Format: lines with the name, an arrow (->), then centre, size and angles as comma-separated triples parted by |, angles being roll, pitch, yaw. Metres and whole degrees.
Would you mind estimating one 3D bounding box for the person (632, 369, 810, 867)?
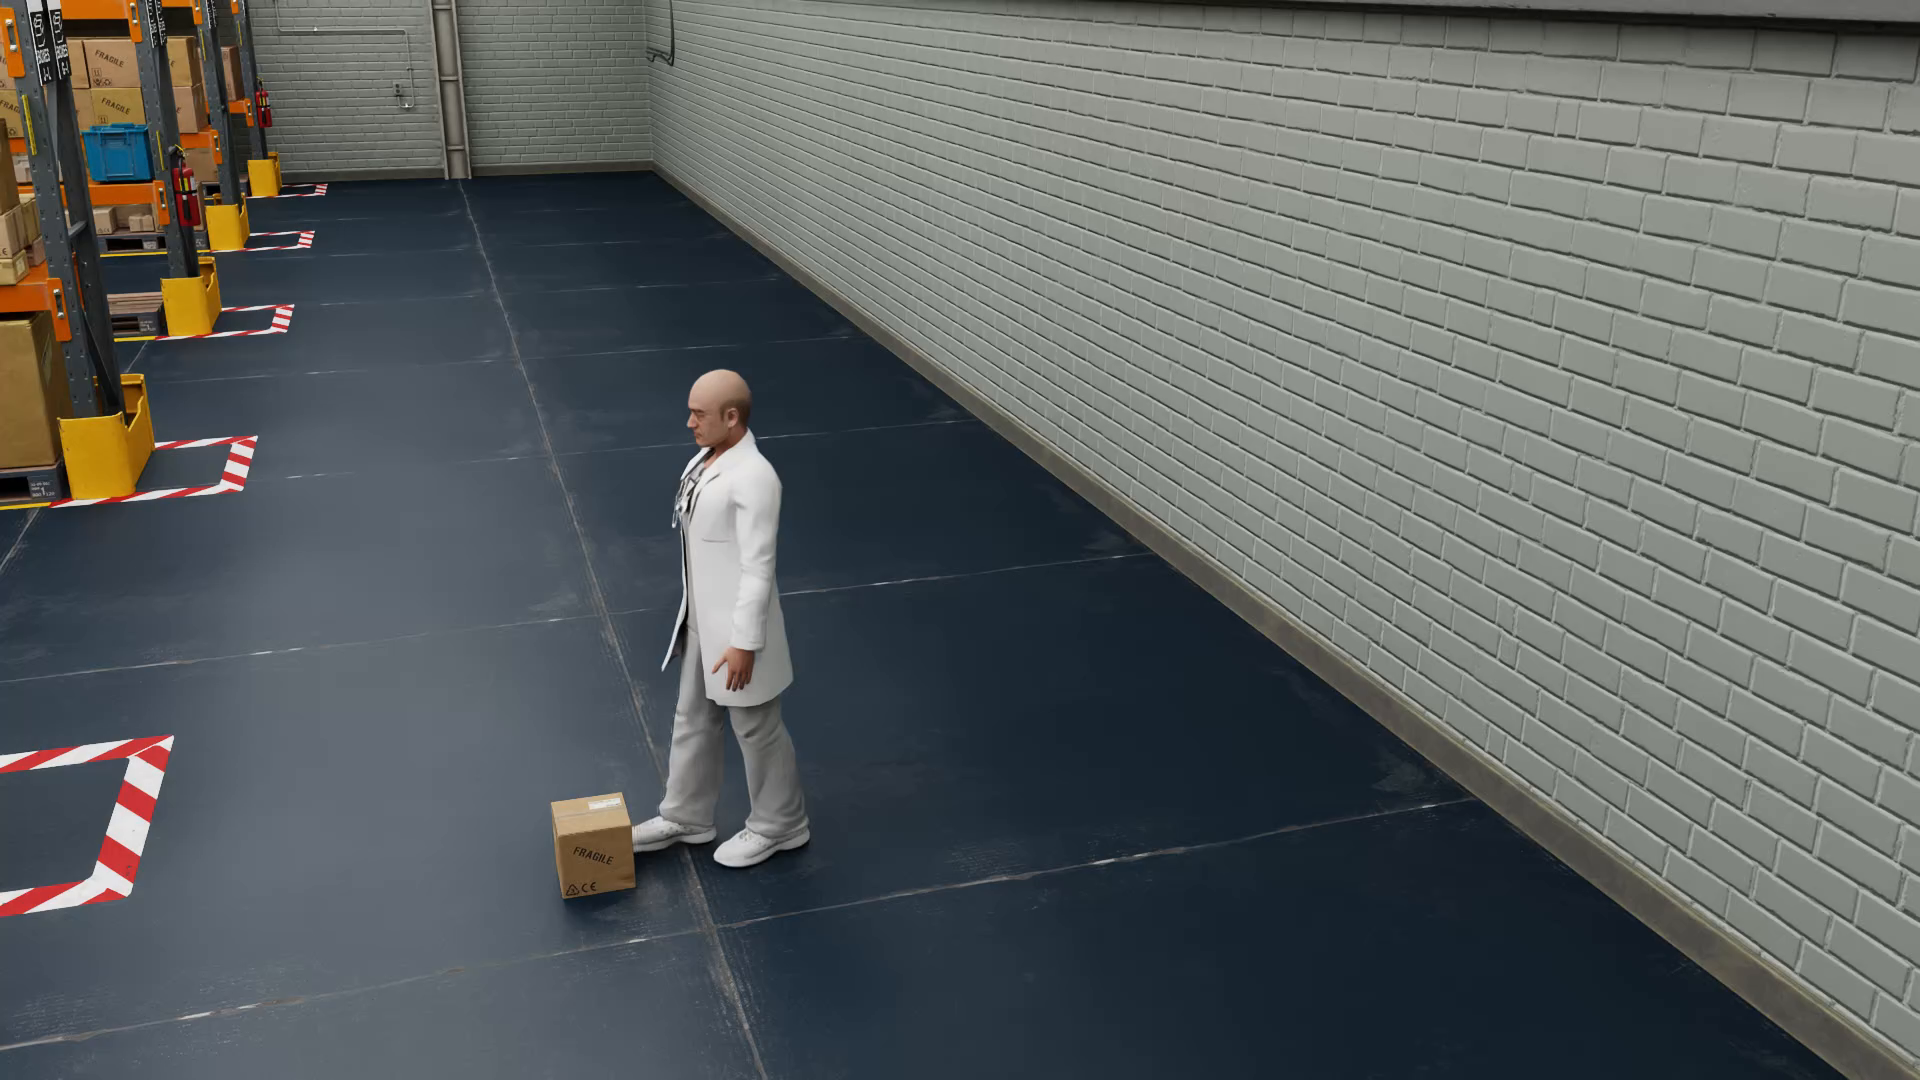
person -> -0.865, 0.297, 5.693 | 0.666, 1.776, 0.615 | -9, 21, -26
